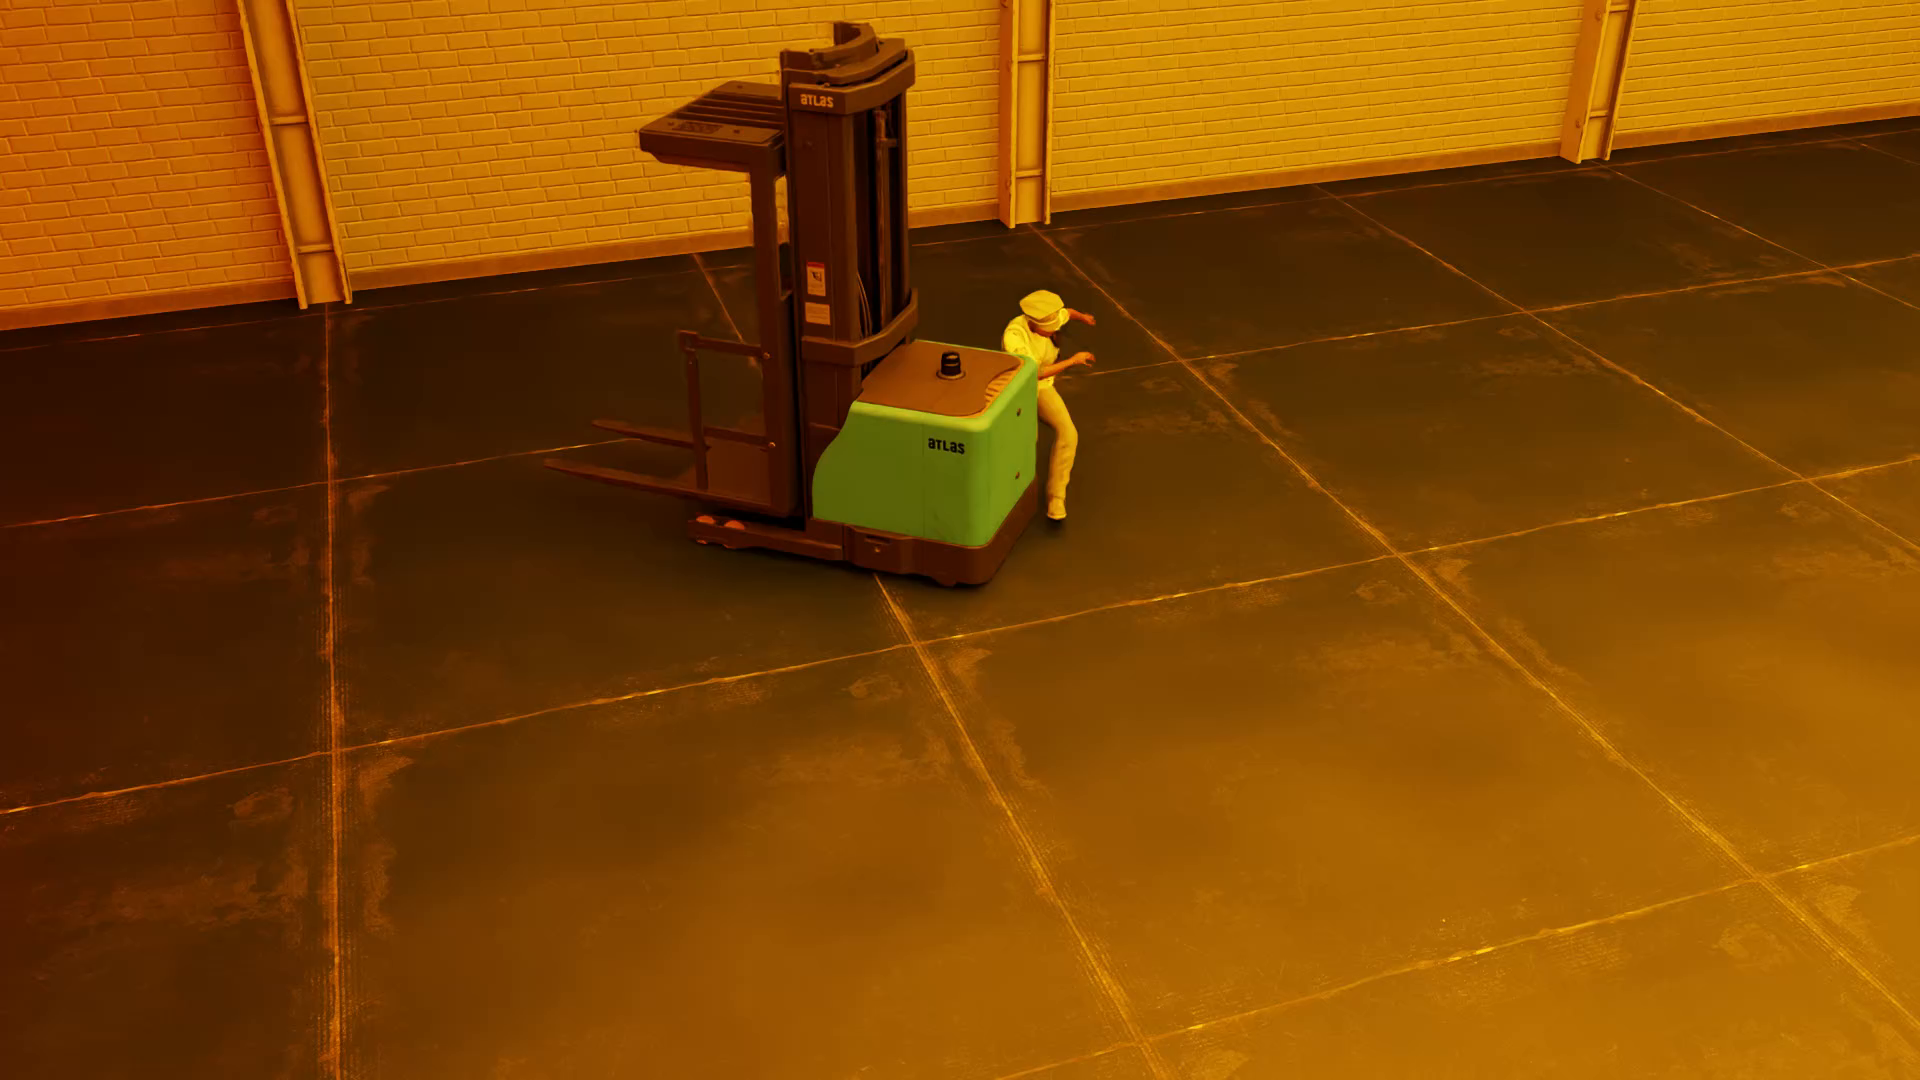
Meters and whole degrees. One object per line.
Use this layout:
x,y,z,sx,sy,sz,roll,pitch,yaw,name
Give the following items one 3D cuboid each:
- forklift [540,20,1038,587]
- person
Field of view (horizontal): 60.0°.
-1.099,-1.449,9.605,3.031,2.935,1.130,10,32,18,forklift
0.615,-0.904,10.298,1.125,1.383,0.895,-18,34,-28,person
